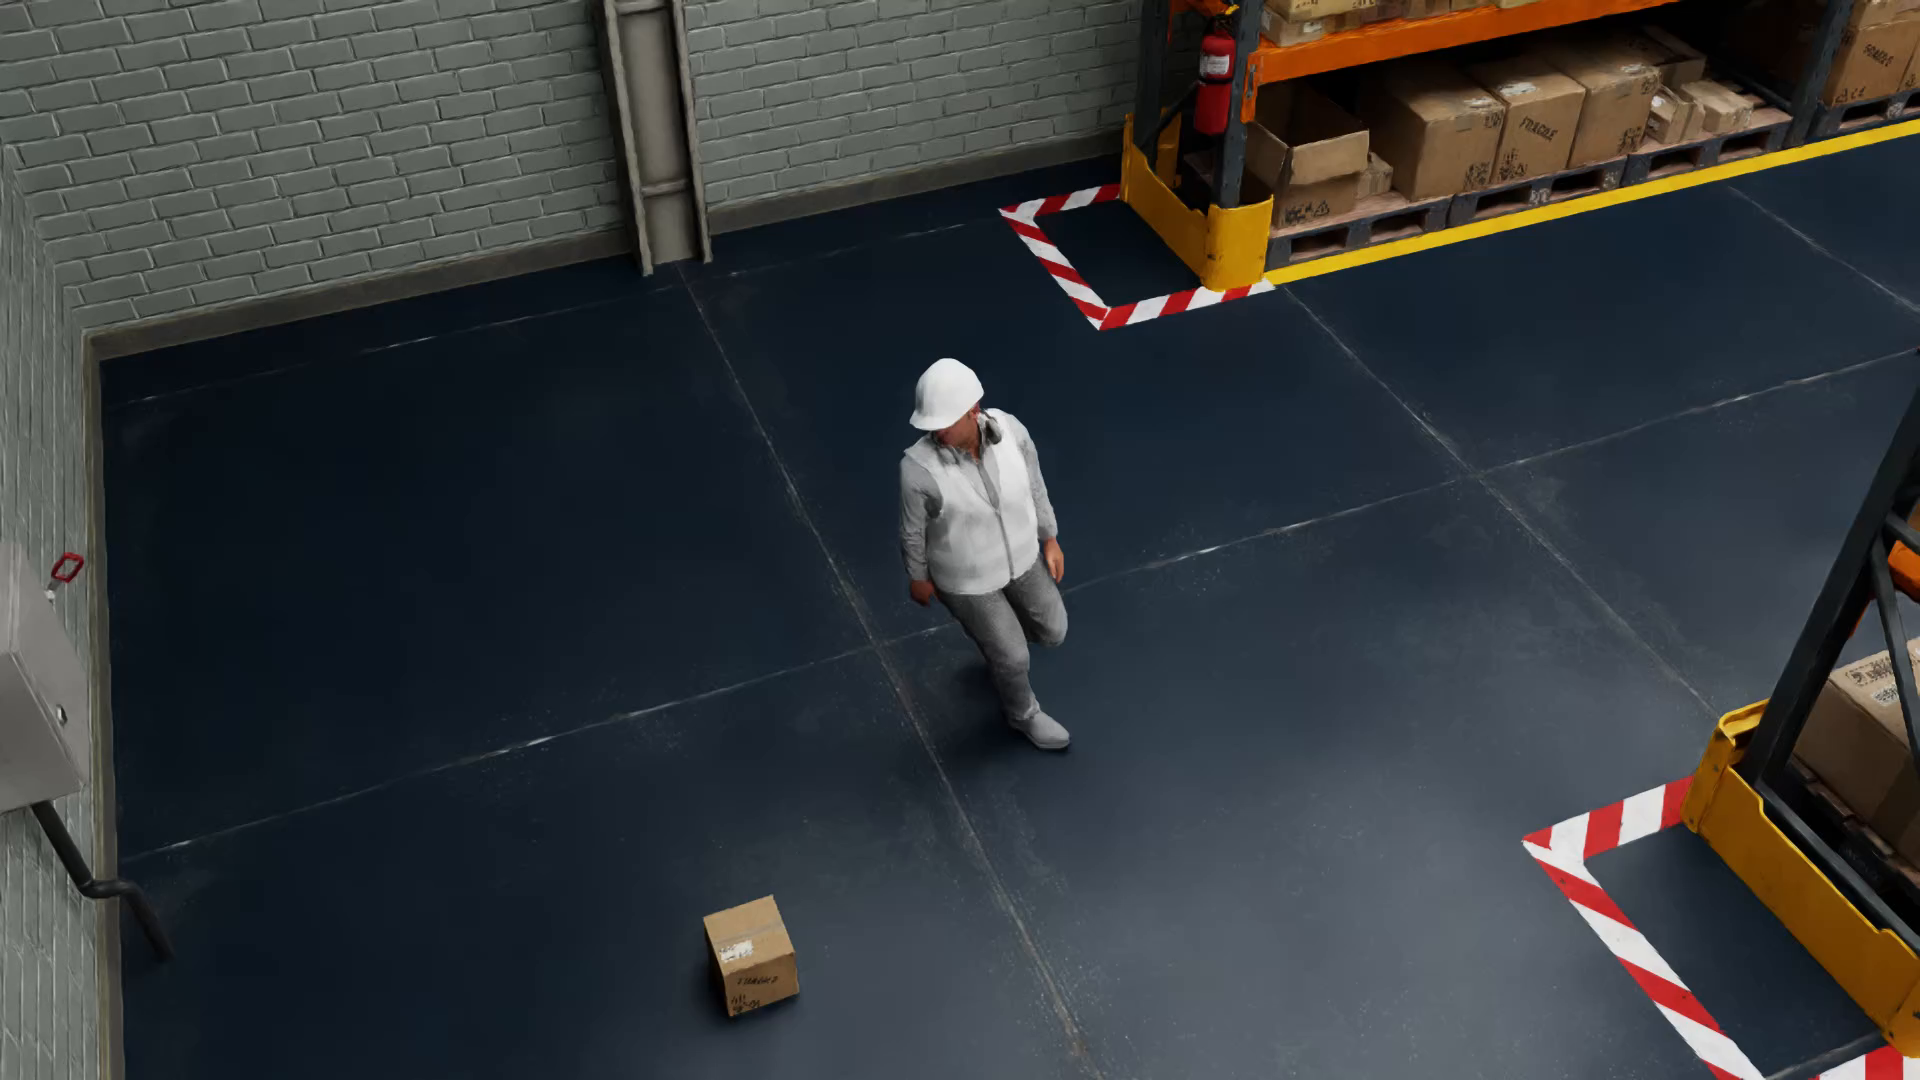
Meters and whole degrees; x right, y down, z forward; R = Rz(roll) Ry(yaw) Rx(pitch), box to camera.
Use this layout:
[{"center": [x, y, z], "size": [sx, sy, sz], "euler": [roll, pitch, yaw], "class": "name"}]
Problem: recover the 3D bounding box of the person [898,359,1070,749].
[{"center": [0.097, 0.084, 6.081], "size": [0.583, 1.728, 0.642], "euler": [-27, 48, -27], "class": "person"}]
